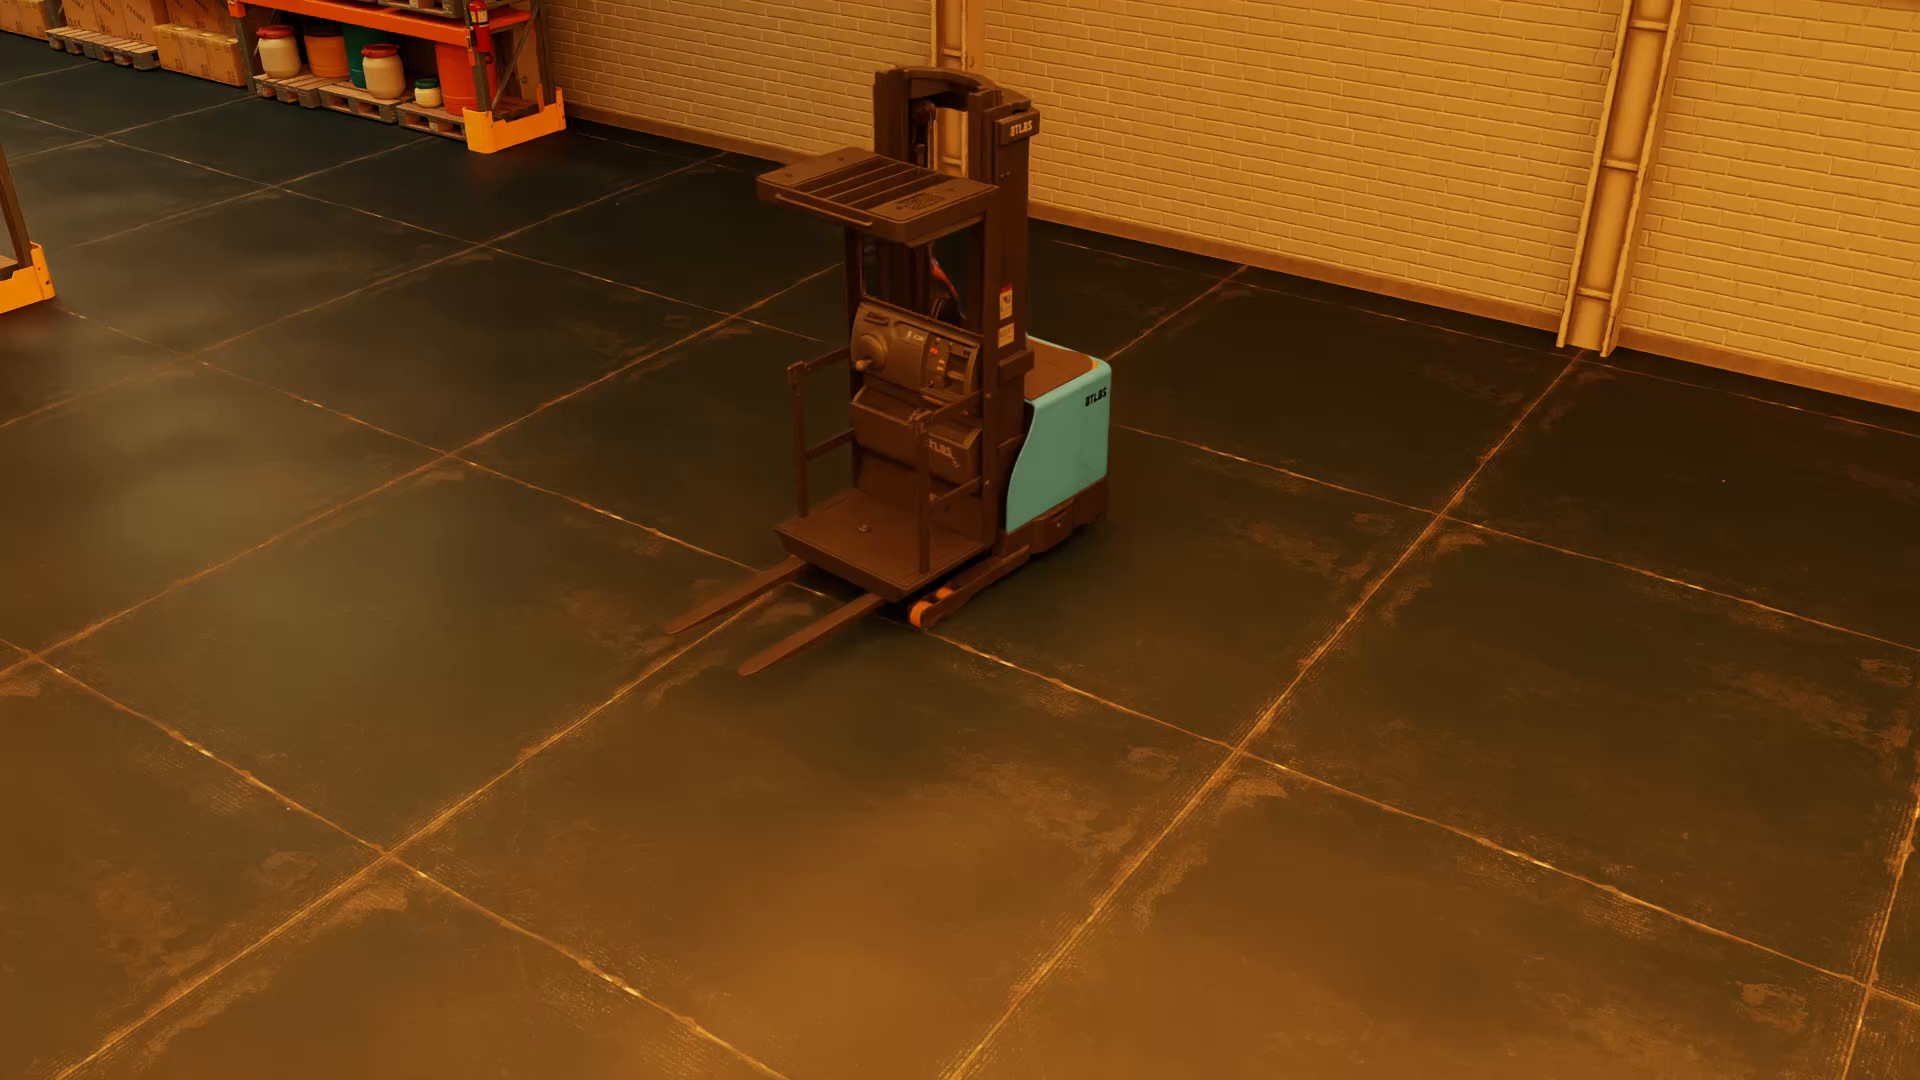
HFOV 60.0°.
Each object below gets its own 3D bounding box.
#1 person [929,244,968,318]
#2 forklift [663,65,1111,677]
[{"bbox_3d":[-0.276,-1.755,12.188,0.718,1.445,0.855,-26,39,-37],"label":"person"},{"bbox_3d":[-0.399,-1.035,9.364,1.130,2.935,3.031,24,38,35],"label":"forklift"}]
